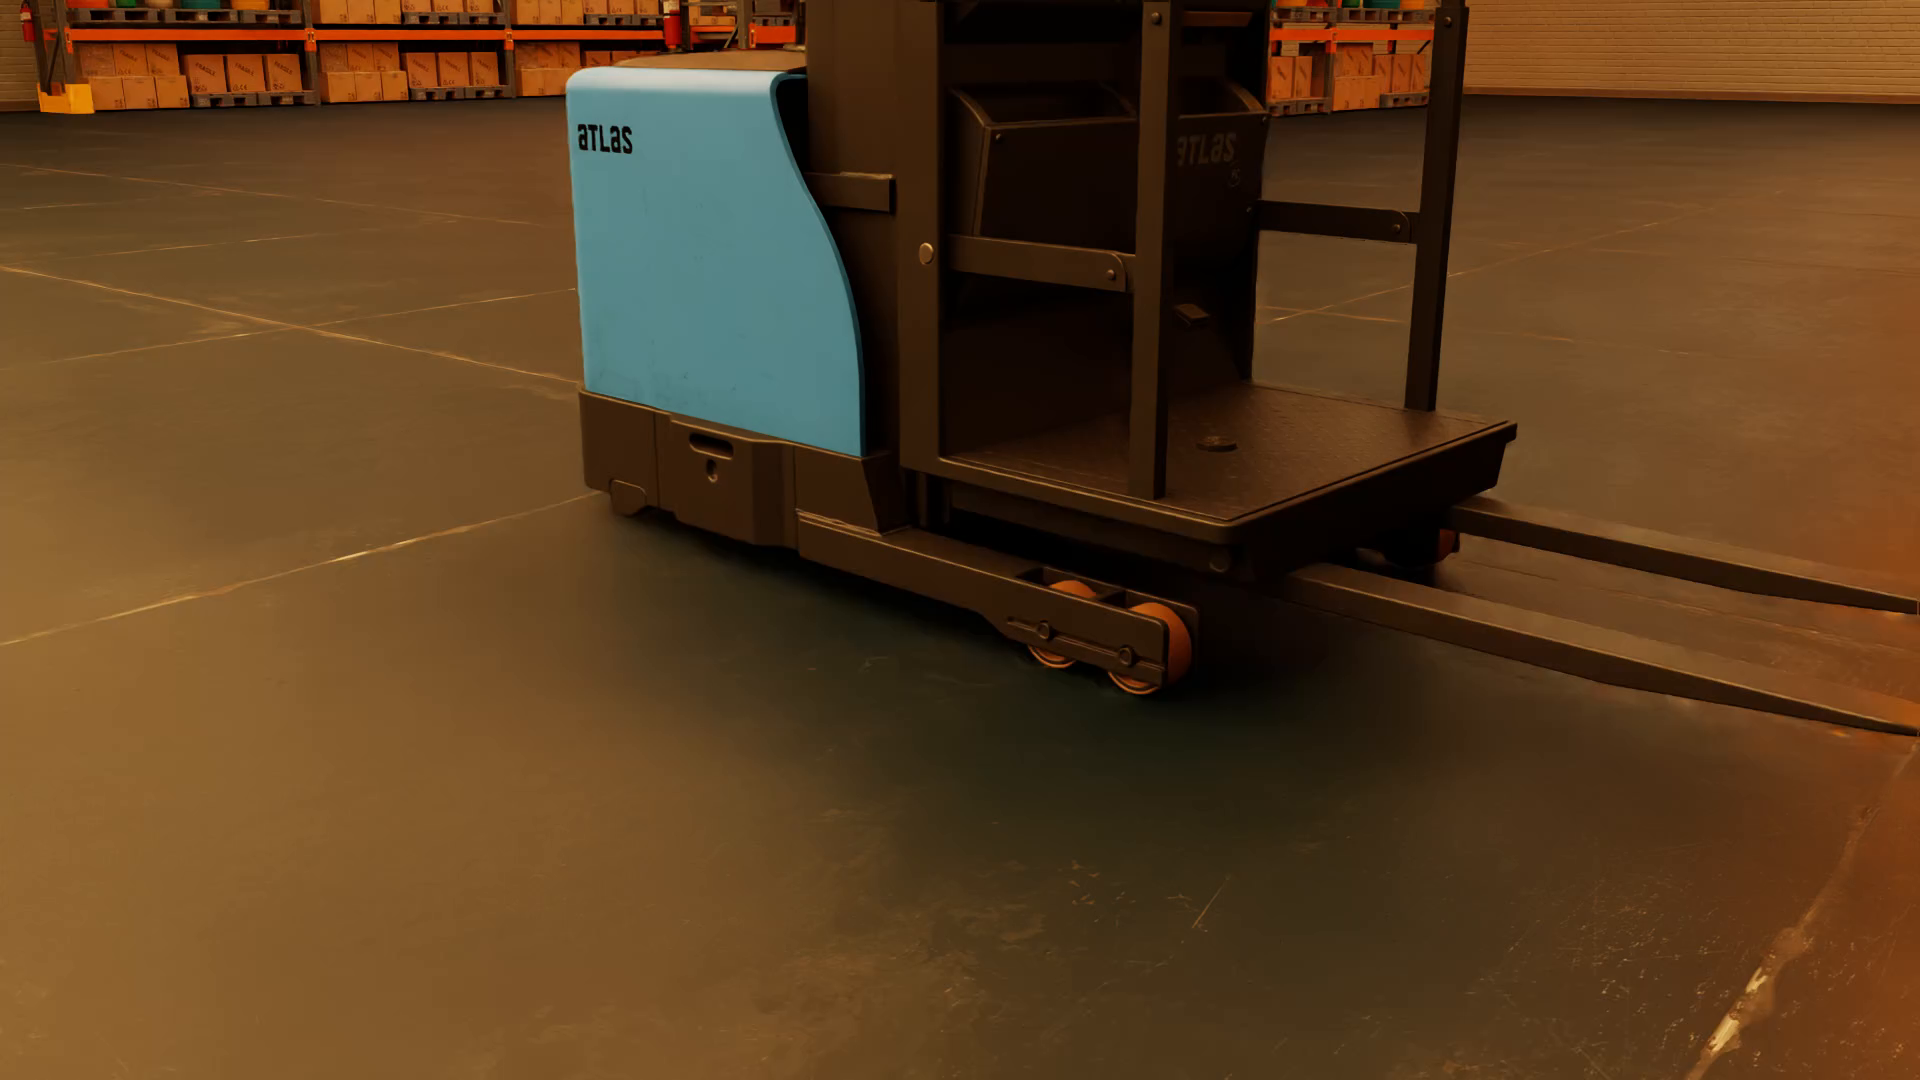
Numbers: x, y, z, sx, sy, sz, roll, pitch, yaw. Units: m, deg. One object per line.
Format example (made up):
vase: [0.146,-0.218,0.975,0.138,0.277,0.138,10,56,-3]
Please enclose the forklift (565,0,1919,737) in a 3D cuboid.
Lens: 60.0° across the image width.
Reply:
forklift: [0.475,-1.292,3.152,3.031,2.935,1.130,15,23,41]
